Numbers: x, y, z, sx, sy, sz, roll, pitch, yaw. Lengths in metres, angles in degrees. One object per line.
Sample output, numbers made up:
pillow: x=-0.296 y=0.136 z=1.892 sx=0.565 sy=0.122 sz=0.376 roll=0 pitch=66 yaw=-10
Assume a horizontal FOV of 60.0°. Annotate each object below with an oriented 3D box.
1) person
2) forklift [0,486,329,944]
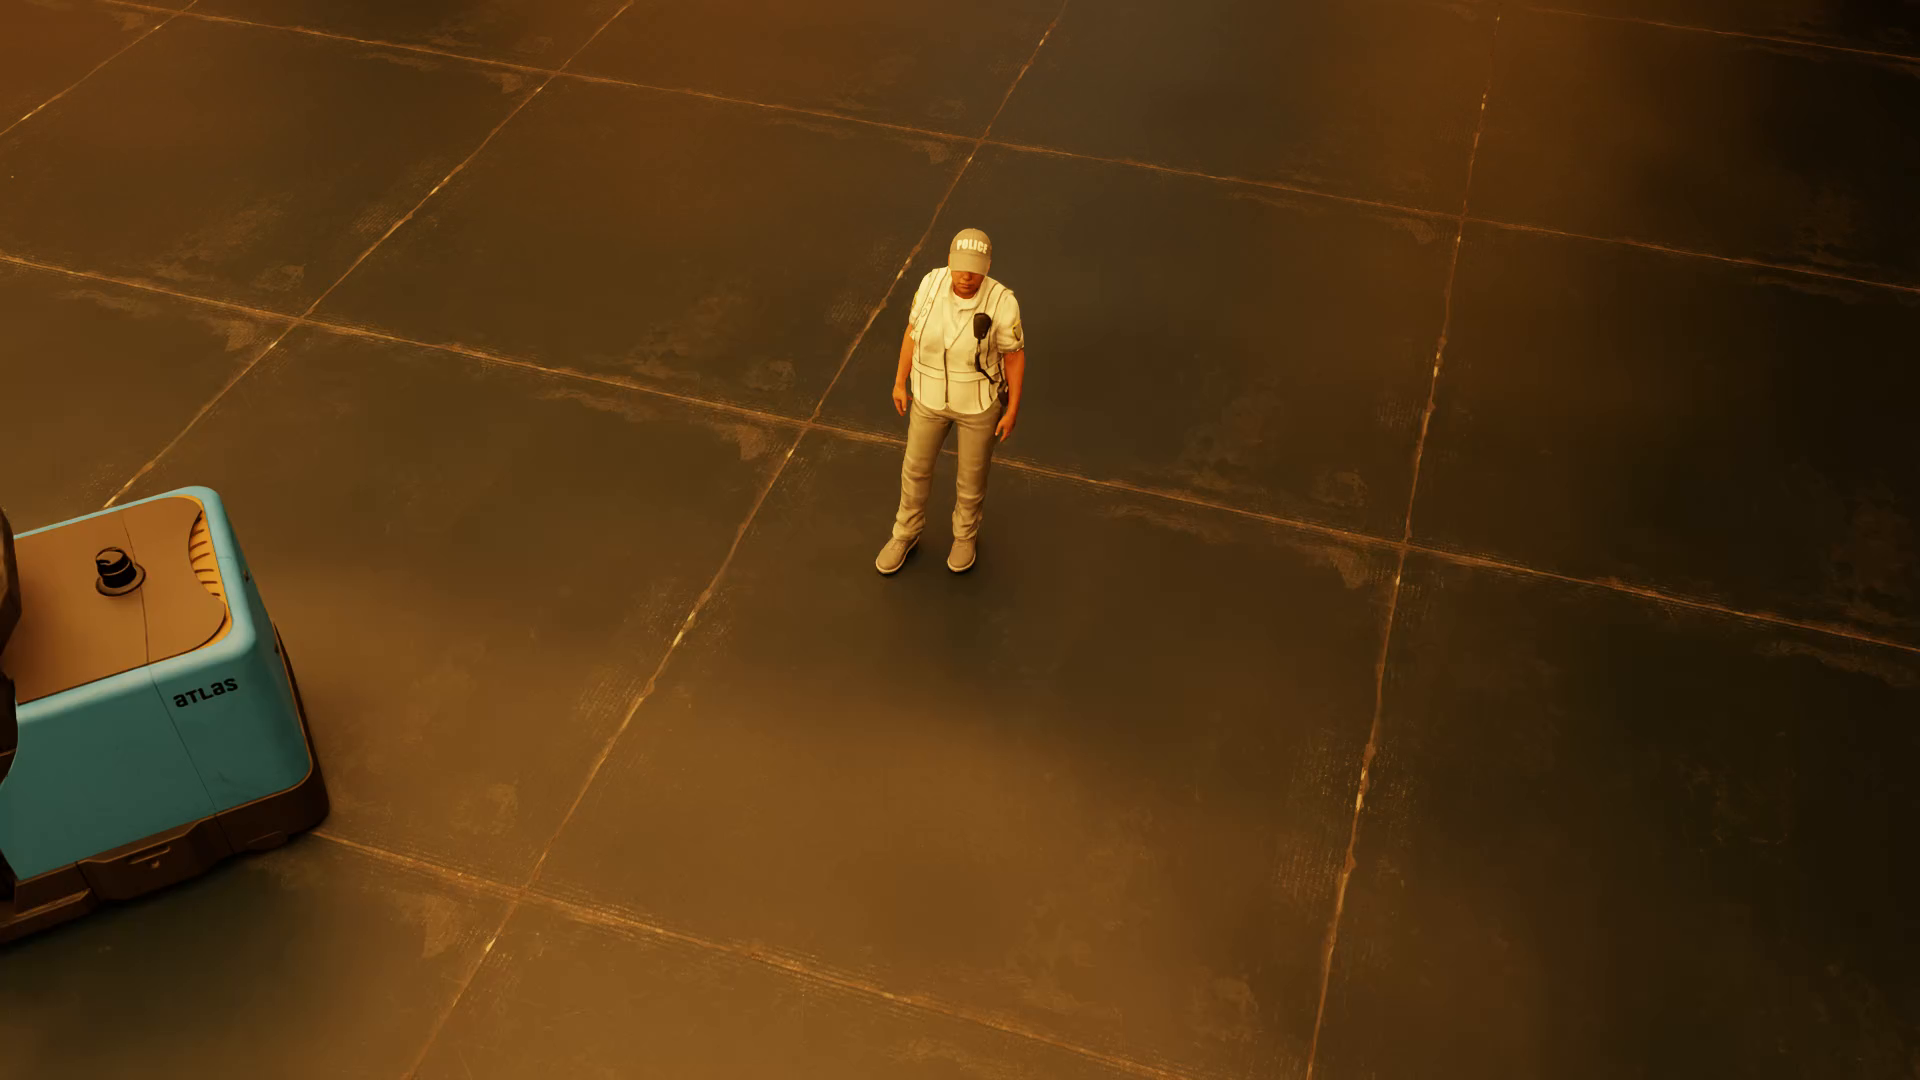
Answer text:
person: x=-0.045 y=-0.571 z=7.219 sx=0.598 sy=1.670 sz=0.529 roll=12 pitch=44 yaw=13
forklift: x=-4.055 y=0.223 z=5.450 sx=3.031 sy=2.935 sz=1.130 roll=-19 pitch=46 yaw=-19
